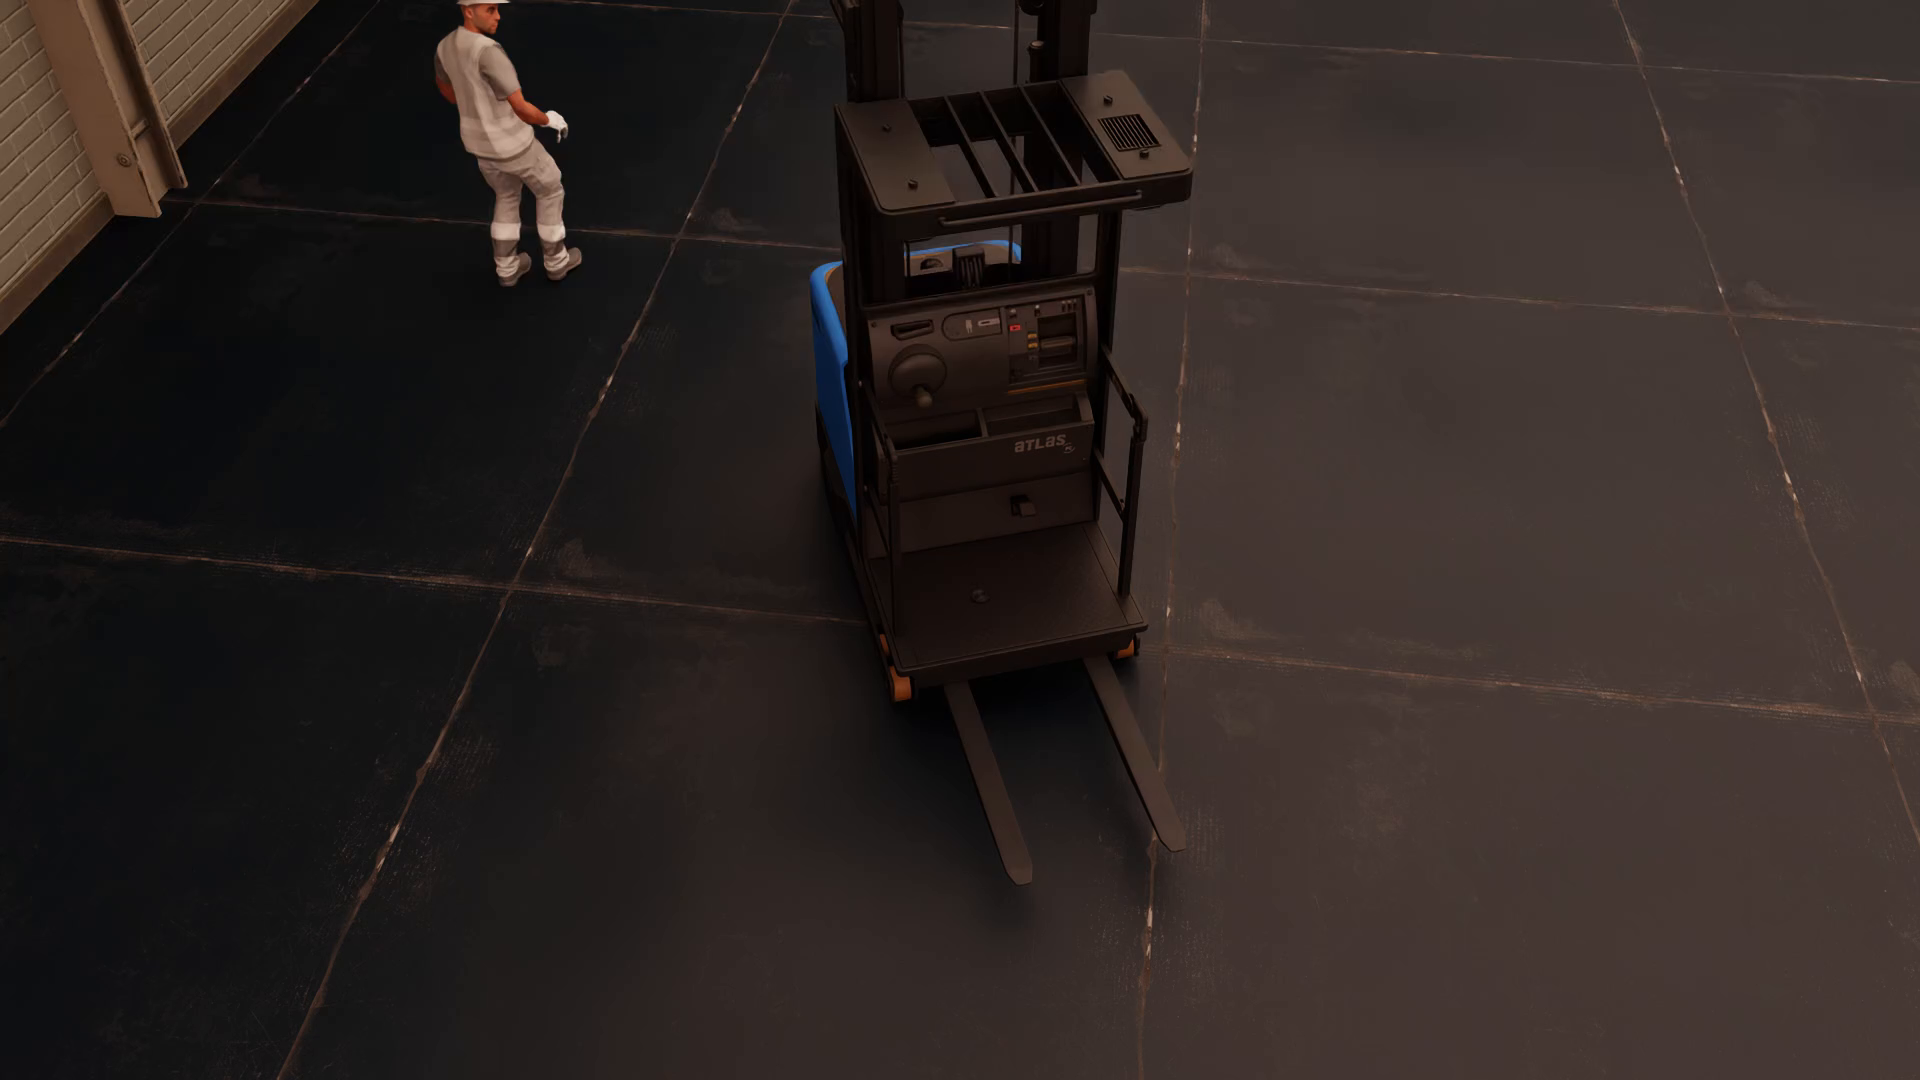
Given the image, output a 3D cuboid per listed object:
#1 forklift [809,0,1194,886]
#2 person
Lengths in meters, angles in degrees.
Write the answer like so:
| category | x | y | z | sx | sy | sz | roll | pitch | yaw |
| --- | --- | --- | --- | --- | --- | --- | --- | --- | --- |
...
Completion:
| category | x | y | z | sx | sy | sz | roll | pitch | yaw |
| --- | --- | --- | --- | --- | --- | --- | --- | --- | --- |
| forklift | 0.153 | -0.681 | 6.465 | 1.130 | 2.935 | 3.031 | -10 | 44 | -11 |
| person | -2.458 | -2.193 | 8.998 | 0.740 | 1.741 | 0.512 | 22 | 47 | 22 |
